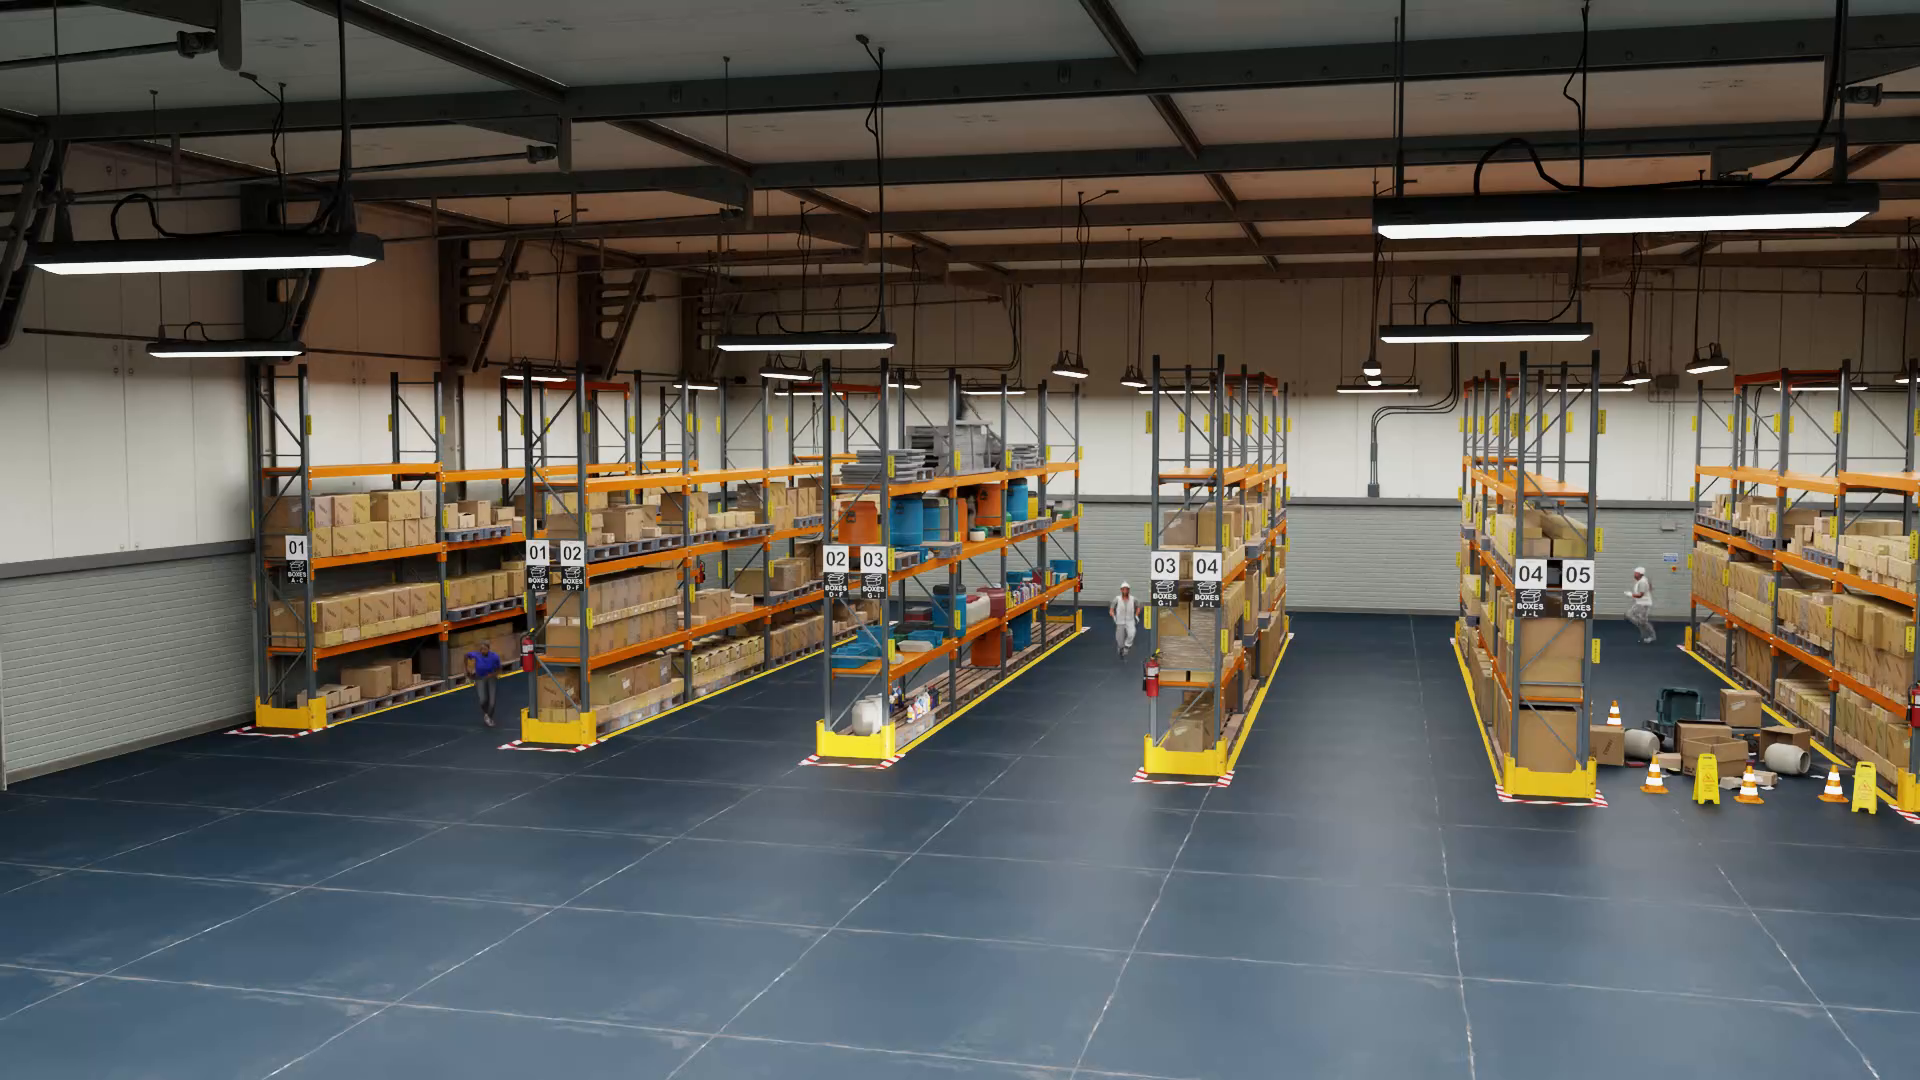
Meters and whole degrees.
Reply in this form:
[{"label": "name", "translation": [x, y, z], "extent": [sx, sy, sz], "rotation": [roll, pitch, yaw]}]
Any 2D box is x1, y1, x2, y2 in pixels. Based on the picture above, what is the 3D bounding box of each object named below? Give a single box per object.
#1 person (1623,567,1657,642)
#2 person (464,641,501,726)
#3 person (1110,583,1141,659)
[{"label": "person", "translation": [15.663, 1.478, 38.289], "extent": [0.759, 1.724, 0.728], "rotation": [1, 4, 15]}, {"label": "person", "translation": [-7.871, 2.370, 27.435], "extent": [0.602, 1.486, 0.857], "rotation": [-1, 4, -13]}, {"label": "person", "translation": [3.412, 1.690, 34.259], "extent": [0.657, 1.629, 0.924], "rotation": [0, 4, 2]}]
